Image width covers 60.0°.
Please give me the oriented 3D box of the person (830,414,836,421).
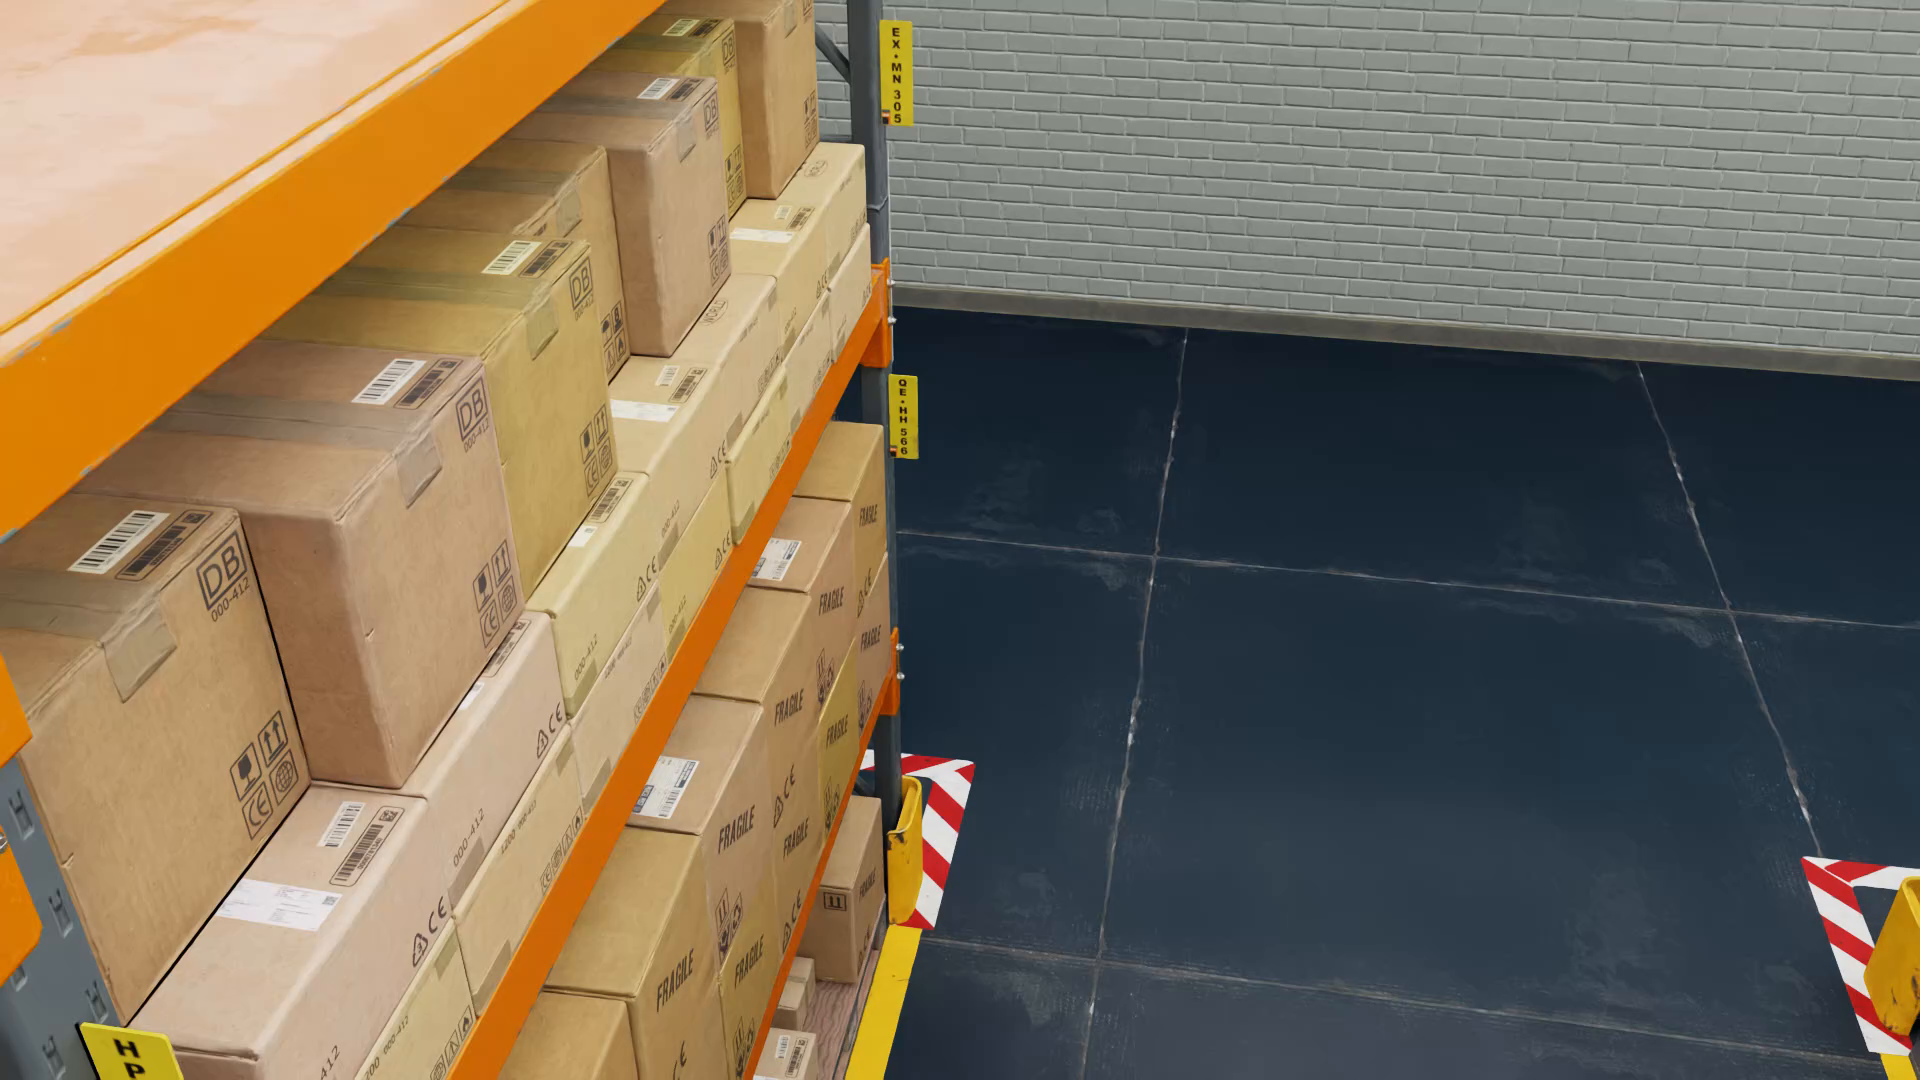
[{"bbox_3d":[-0.605,0.116,7.560,0.505,1.673,0.463,-6,33,-9],"label":"person"}]
